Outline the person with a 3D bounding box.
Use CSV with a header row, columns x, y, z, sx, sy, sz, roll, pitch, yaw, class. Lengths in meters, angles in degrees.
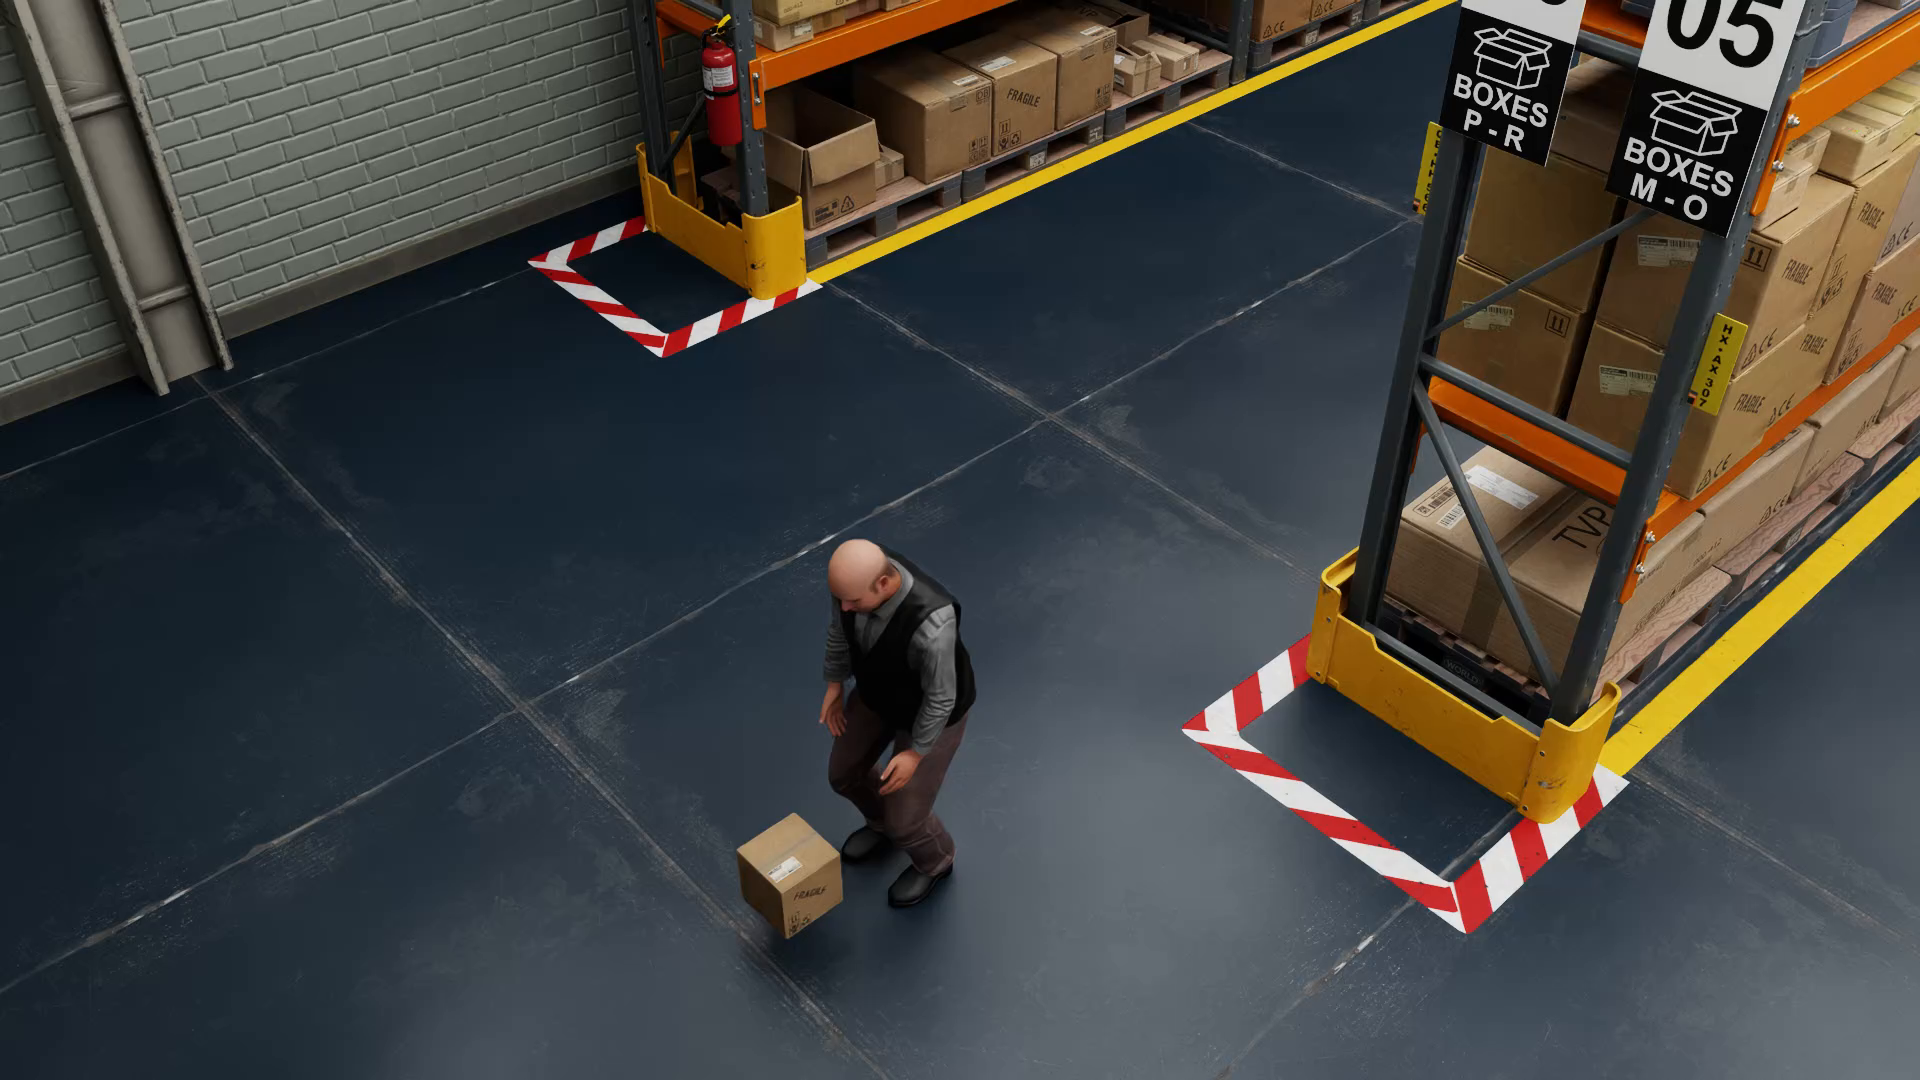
x,y,z,sx,sy,sz,roll,pitch,yaw,class
-0.206,0.580,5.564,0.483,1.617,0.574,-29,48,-31,person
